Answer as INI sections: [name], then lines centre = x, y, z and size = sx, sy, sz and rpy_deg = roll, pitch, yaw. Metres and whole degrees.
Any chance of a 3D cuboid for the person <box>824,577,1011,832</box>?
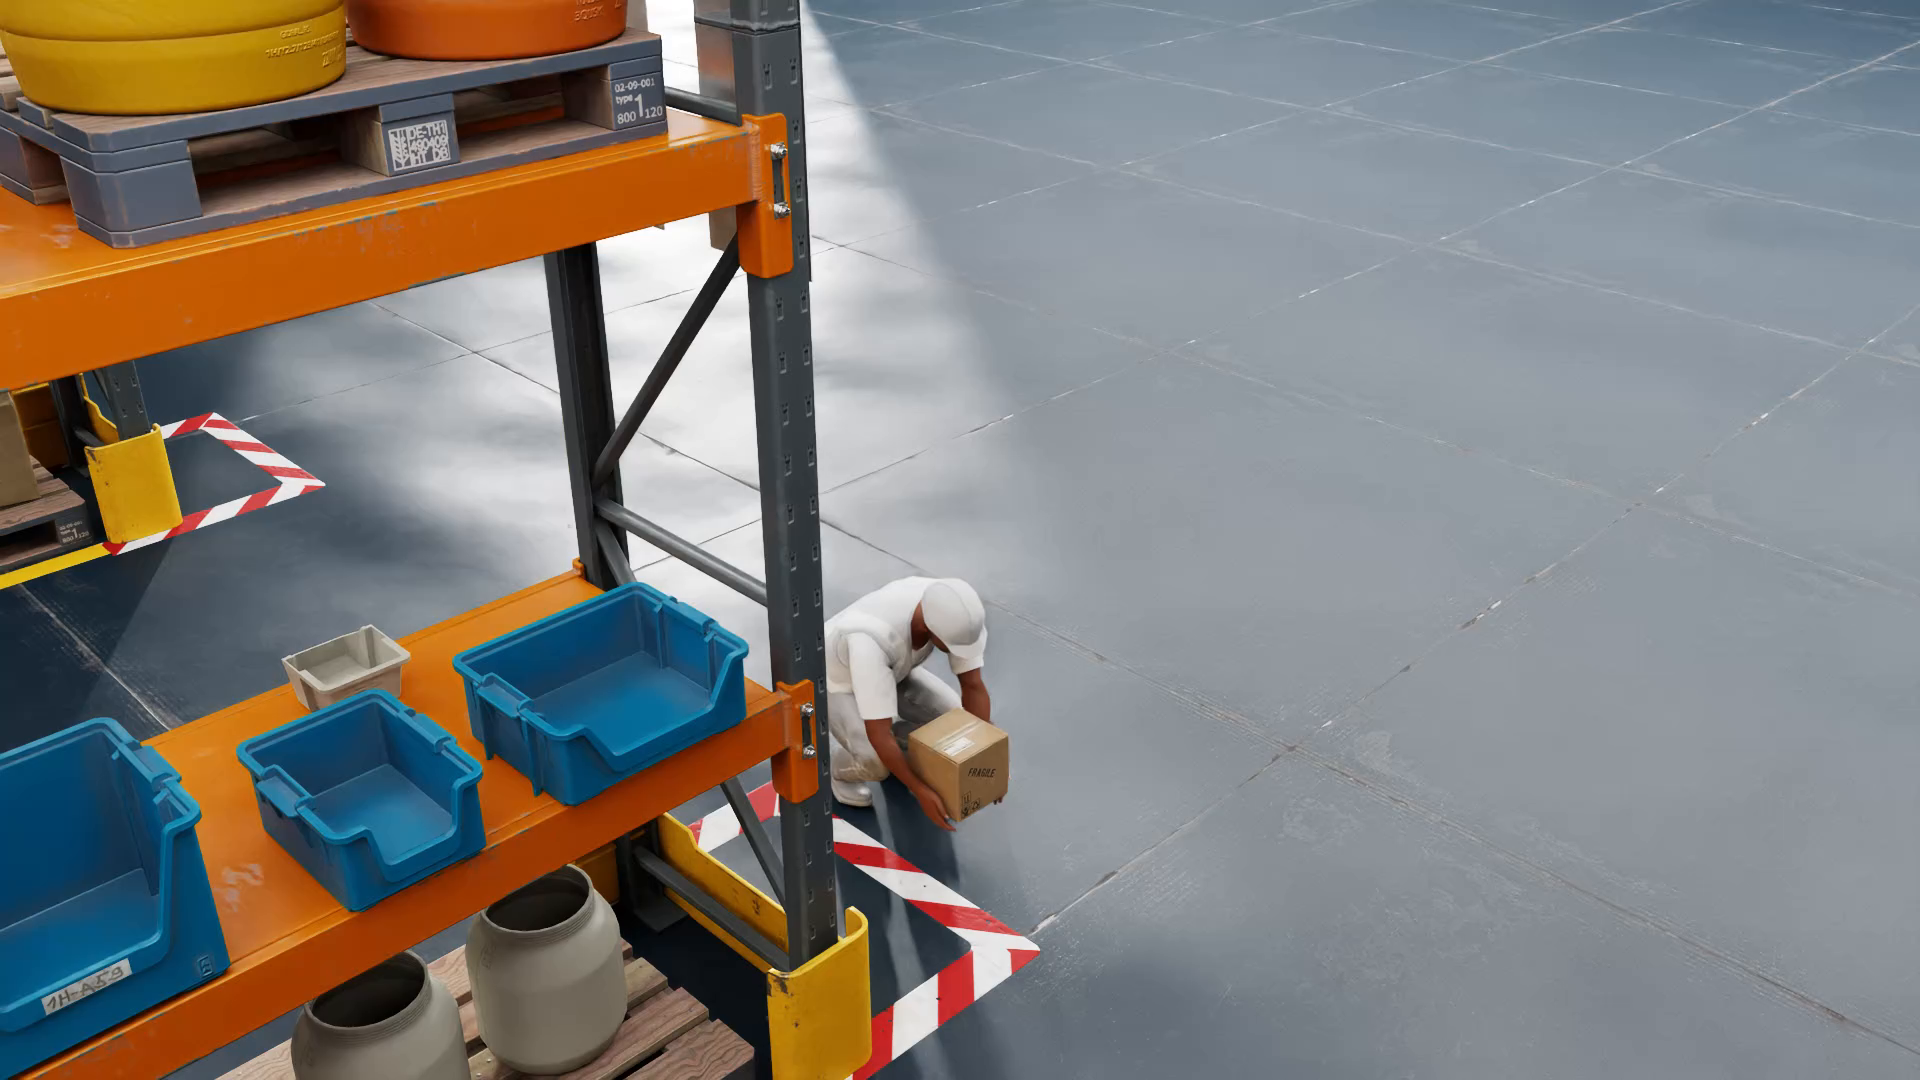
[person]
centre = -0.198, 0.506, 5.964
size = 0.575, 1.000, 0.911
rpy_deg = -20, 34, -33
